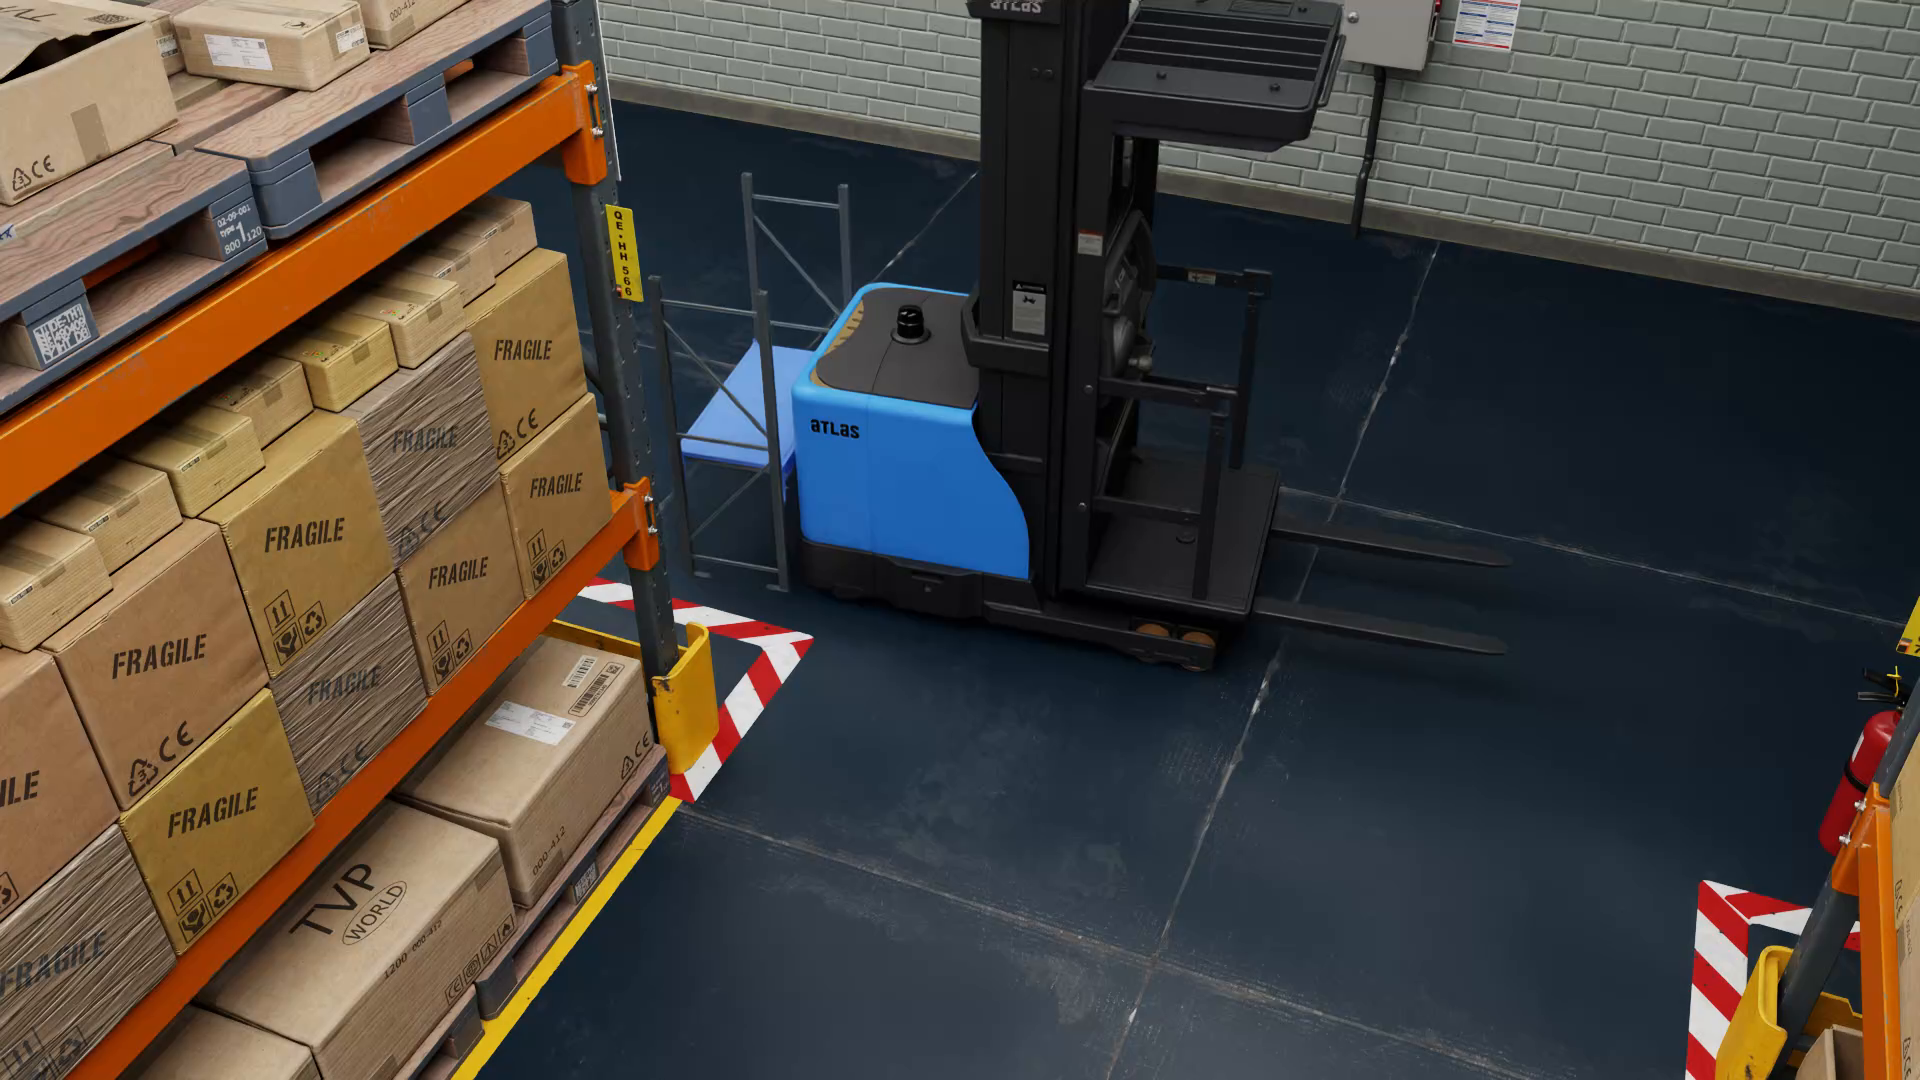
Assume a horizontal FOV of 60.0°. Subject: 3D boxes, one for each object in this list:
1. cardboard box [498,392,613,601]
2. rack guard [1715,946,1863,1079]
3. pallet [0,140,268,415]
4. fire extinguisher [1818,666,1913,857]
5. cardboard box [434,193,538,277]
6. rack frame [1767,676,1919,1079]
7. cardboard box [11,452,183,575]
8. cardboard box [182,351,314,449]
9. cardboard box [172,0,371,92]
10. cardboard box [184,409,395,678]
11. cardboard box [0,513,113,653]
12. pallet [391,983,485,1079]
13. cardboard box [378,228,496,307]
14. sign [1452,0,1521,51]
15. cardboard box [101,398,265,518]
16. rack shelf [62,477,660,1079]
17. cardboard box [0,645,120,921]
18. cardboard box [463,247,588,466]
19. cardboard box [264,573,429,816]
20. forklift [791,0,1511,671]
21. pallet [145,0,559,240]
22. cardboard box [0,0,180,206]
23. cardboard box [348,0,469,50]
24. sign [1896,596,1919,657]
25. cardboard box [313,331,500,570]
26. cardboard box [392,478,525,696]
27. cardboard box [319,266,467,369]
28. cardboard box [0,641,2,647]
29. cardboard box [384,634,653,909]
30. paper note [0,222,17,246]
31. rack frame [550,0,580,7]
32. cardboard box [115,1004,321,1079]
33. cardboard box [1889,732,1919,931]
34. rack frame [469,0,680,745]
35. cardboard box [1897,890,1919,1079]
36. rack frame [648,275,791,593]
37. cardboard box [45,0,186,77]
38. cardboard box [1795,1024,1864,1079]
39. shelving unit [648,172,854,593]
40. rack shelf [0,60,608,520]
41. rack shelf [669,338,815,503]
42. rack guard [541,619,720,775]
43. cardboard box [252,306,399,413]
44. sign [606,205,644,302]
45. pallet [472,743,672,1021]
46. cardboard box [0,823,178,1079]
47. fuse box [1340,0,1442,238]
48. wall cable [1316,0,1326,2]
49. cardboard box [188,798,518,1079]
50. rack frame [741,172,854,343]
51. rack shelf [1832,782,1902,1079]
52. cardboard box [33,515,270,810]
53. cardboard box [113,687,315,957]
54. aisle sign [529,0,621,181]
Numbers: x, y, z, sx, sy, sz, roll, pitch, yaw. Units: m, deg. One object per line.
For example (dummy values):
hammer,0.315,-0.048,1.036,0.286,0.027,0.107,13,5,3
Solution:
cardboard box,-1.506,-0.196,5.424,0.500,0.500,0.500,14,39,18
rack guard,2.995,1.688,5.074,1.175,0.500,0.348,14,39,18
pallet,-2.303,-0.559,3.561,1.003,0.211,1.213,14,39,18
fire extinguisher,2.653,0.639,4.766,0.296,0.674,0.183,14,39,18
cardboard box,-1.519,-0.940,5.041,0.380,0.149,0.250,14,39,18
rack frame,3.024,0.645,4.382,1.000,3.000,0.127,14,39,18
cardboard box,-2.071,-0.080,3.891,0.380,0.149,0.250,15,39,19
cardboard box,-1.912,-0.373,4.283,0.380,0.149,0.250,13,39,17
cardboard box,-1.741,-1.273,4.218,0.380,0.149,0.250,11,38,14
cardboard box,-1.894,-0.034,4.371,0.500,0.500,0.500,14,39,18
cardboard box,-2.132,0.076,3.682,0.380,0.149,0.250,14,39,18
pallet,-2.265,1.767,5.210,1.003,0.211,1.213,14,39,18
cardboard box,-1.593,-0.794,4.846,0.380,0.149,0.250,15,39,19
sign,2.979,-3.016,9.359,0.329,0.494,0.001,14,39,18
cardboard box,-1.954,-0.221,4.079,0.380,0.149,0.250,15,39,19
rack shelf,-2.328,0.912,4.626,1.077,0.370,4.000,14,39,18
cardboard box,-2.281,0.523,3.627,0.500,0.500,0.500,15,39,19
cardboard box,-1.531,-0.603,5.133,0.500,0.500,0.500,15,39,19
cardboard box,-1.898,0.365,4.673,0.500,0.500,0.500,15,39,19
forklift,0.864,-0.976,6.608,3.031,2.935,1.130,10,38,13
pallet,-1.840,-1.237,4.468,1.003,0.211,1.213,14,39,18
cardboard box,-2.183,-1.040,3.771,0.500,0.311,0.500,15,39,19
cardboard box,-1.655,-1.564,4.522,0.500,0.250,0.500,10,38,14
sign,2.522,0.175,4.288,0.100,0.325,0.005,14,39,18
cardboard box,-1.702,-0.307,4.737,0.500,0.500,0.500,14,39,18
cardboard box,-1.711,0.078,5.057,0.500,0.500,0.500,13,39,17
cardboard box,-1.614,-0.632,4.629,0.380,0.149,0.250,13,39,17
cardboard box,-2.290,0.196,3.521,0.380,0.149,0.250,14,39,18
cardboard box,-1.726,0.763,6.014,0.875,0.438,0.875,13,39,16
paper note,-1.828,-0.559,3.133,0.006,0.032,0.123,14,39,18
rack frame,-1.567,-2.887,4.096,1.000,3.000,0.127,14,39,18
cardboard box,-2.411,1.770,4.666,0.875,0.438,0.875,13,39,16
cardboard box,2.602,0.776,4.084,0.500,0.250,0.500,14,39,18
rack frame,-1.567,-0.484,5.892,1.000,3.000,0.127,14,39,18
cardboard box,2.411,1.055,3.710,0.500,0.250,0.500,14,39,18
rack frame,-1.002,-0.412,7.048,0.500,1.500,0.032,9,38,12
cardboard box,-2.194,-1.243,4.177,0.380,0.149,0.250,15,39,19
cardboard box,2.704,1.794,4.579,0.797,0.503,0.637,12,39,16
shelving unit,-0.867,-0.705,7.441,0.538,1.500,1.048,9,38,12
rack shelf,-2.328,-0.290,3.728,1.077,0.370,4.000,14,39,18
rack shelf,-0.867,-0.561,7.548,0.538,0.185,1.000,9,38,12
rack guard,-1.558,0.504,6.658,1.175,0.500,0.348,14,39,18
cardboard box,-1.747,-0.502,4.455,0.380,0.149,0.250,15,39,19
sign,-1.071,-0.911,5.298,0.100,0.325,0.005,14,39,18
pallet,-1.799,1.094,6.110,1.003,0.211,1.213,14,39,18
cardboard box,-2.278,0.939,3.905,0.500,0.500,0.500,14,39,18
fuse box,2.444,-2.536,9.713,0.539,1.711,0.414,14,39,18
wall cable,1.872,-3.701,9.348,0.588,1.984,0.122,14,39,18
cardboard box,-2.067,1.271,5.333,0.875,0.438,0.875,15,39,19
rack frame,-0.733,-0.999,7.833,0.500,1.500,0.032,9,38,12
rack shelf,2.263,2.040,3.116,1.077,0.370,4.000,14,39,18
cardboard box,-2.087,0.244,3.999,0.500,0.500,0.500,14,39,17
cardboard box,-2.082,0.654,4.286,0.500,0.500,0.500,15,39,19
aisle sign,-1.253,-1.494,5.072,0.394,0.787,0.004,14,39,18
